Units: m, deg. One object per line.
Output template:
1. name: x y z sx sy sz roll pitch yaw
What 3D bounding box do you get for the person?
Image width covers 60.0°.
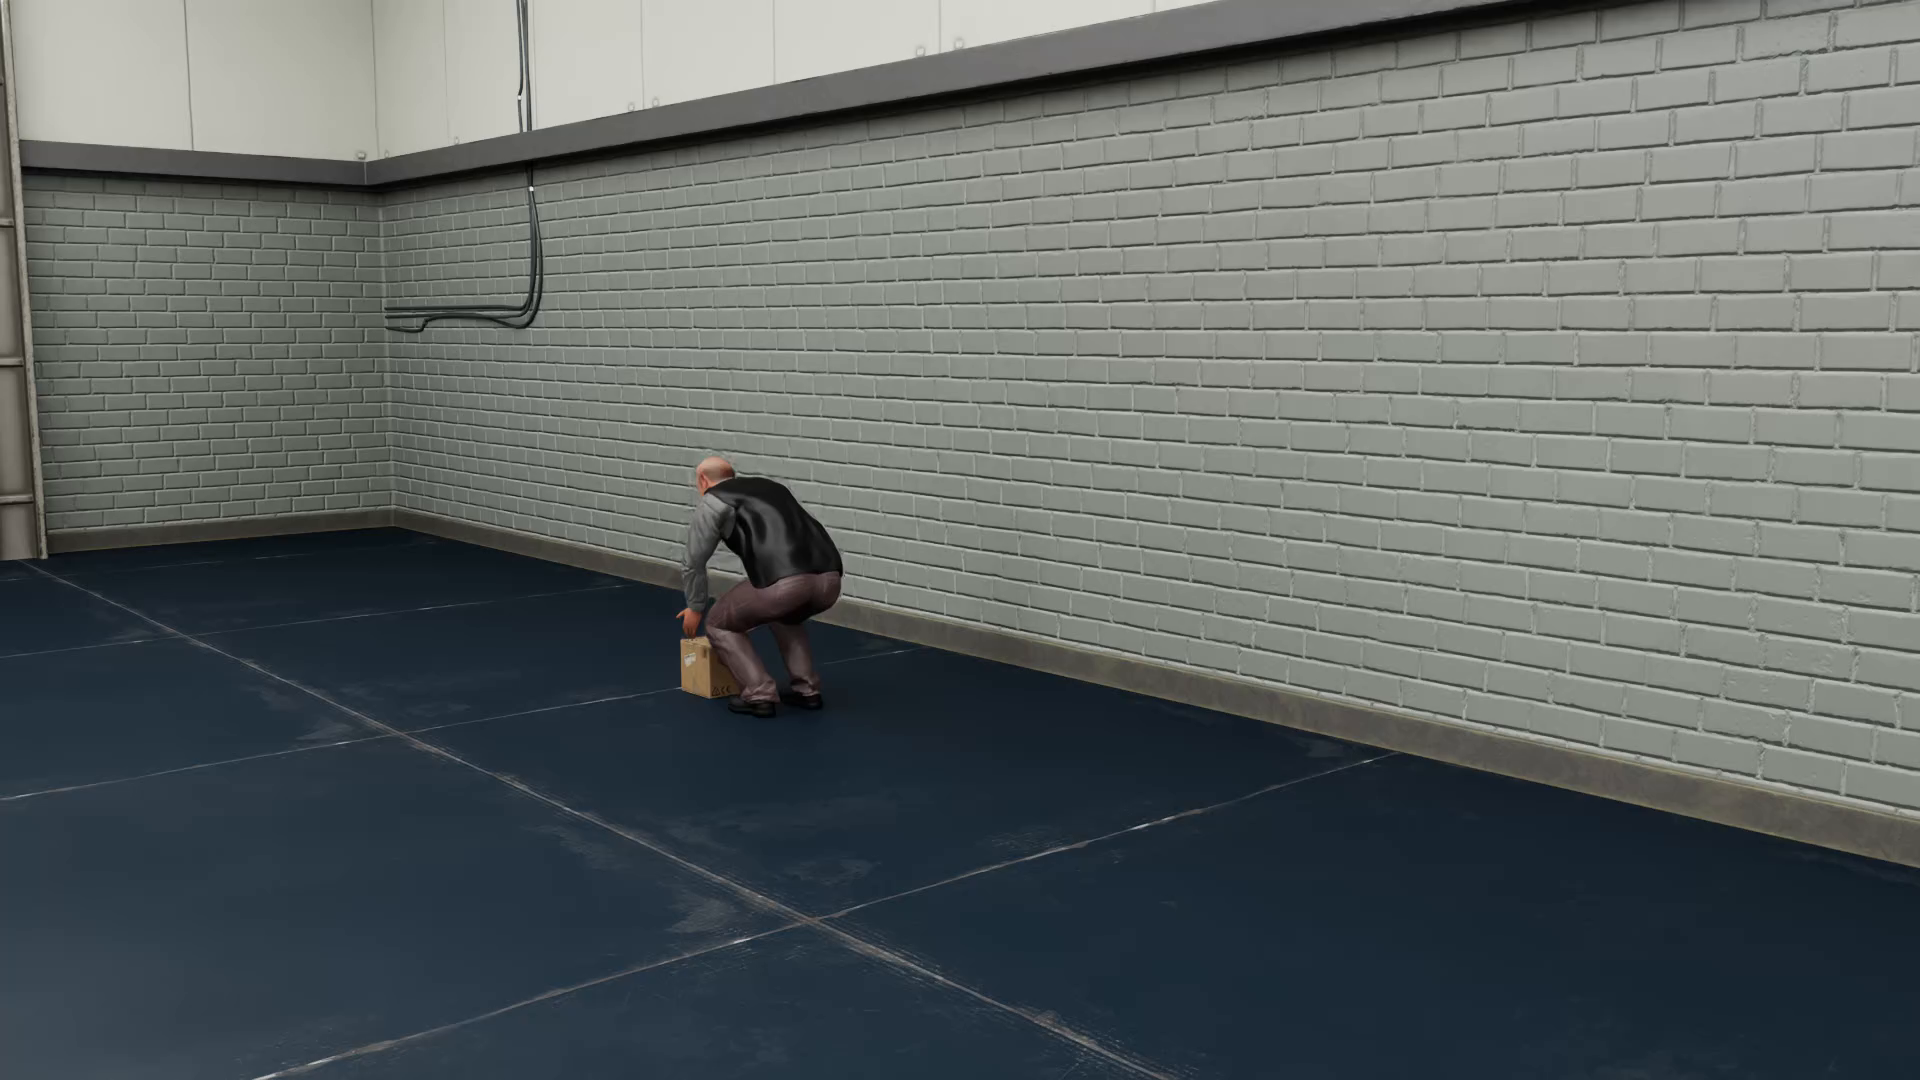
1. person: -0.926 0.205 7.583 0.568 1.139 0.823 -6 10 -40
